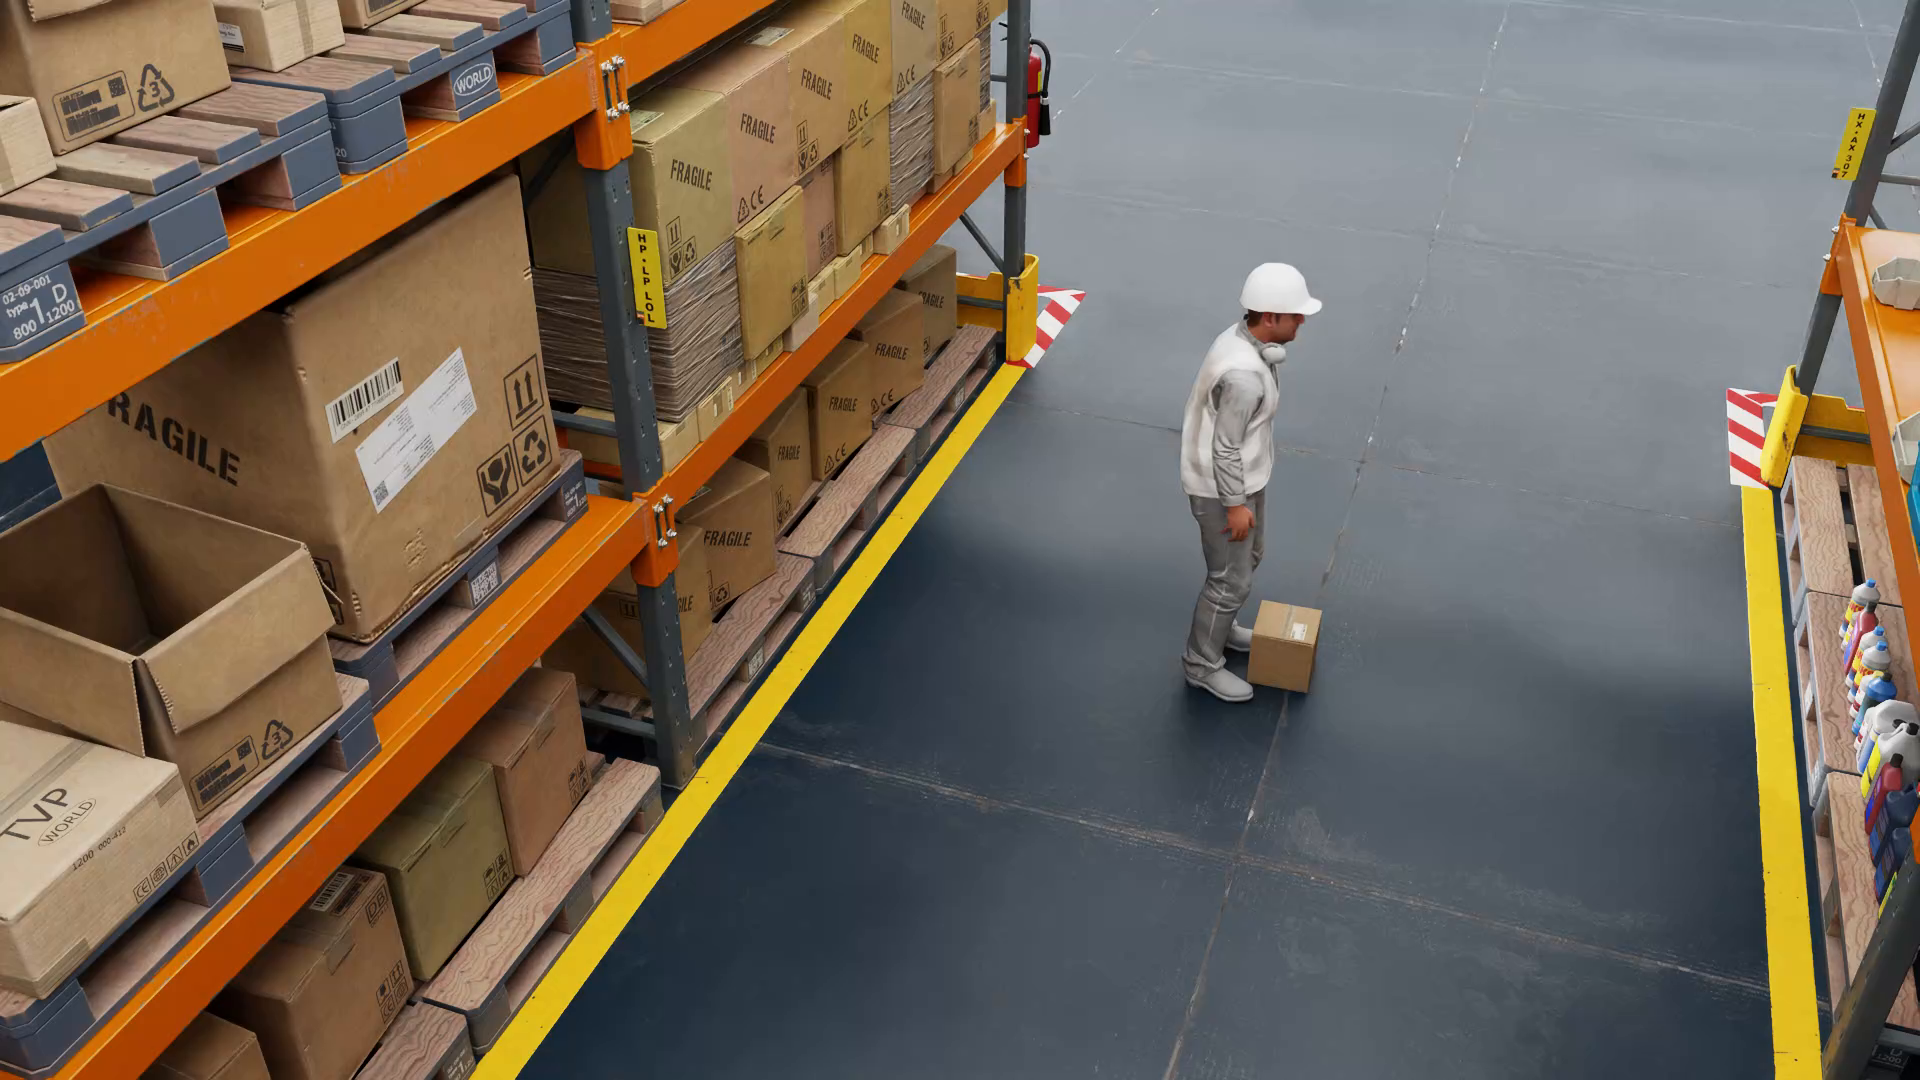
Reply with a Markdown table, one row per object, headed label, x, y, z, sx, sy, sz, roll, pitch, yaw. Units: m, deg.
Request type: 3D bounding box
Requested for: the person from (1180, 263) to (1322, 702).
| label | x | y | z | sx | sy | sz | roll | pitch | yaw |
| --- | --- | --- | --- | --- | --- | --- | --- | --- | --- |
| person | 1.087 | -0.248 | 6.496 | 0.464 | 1.771 | 0.593 | 9 | 34 | 14 |
